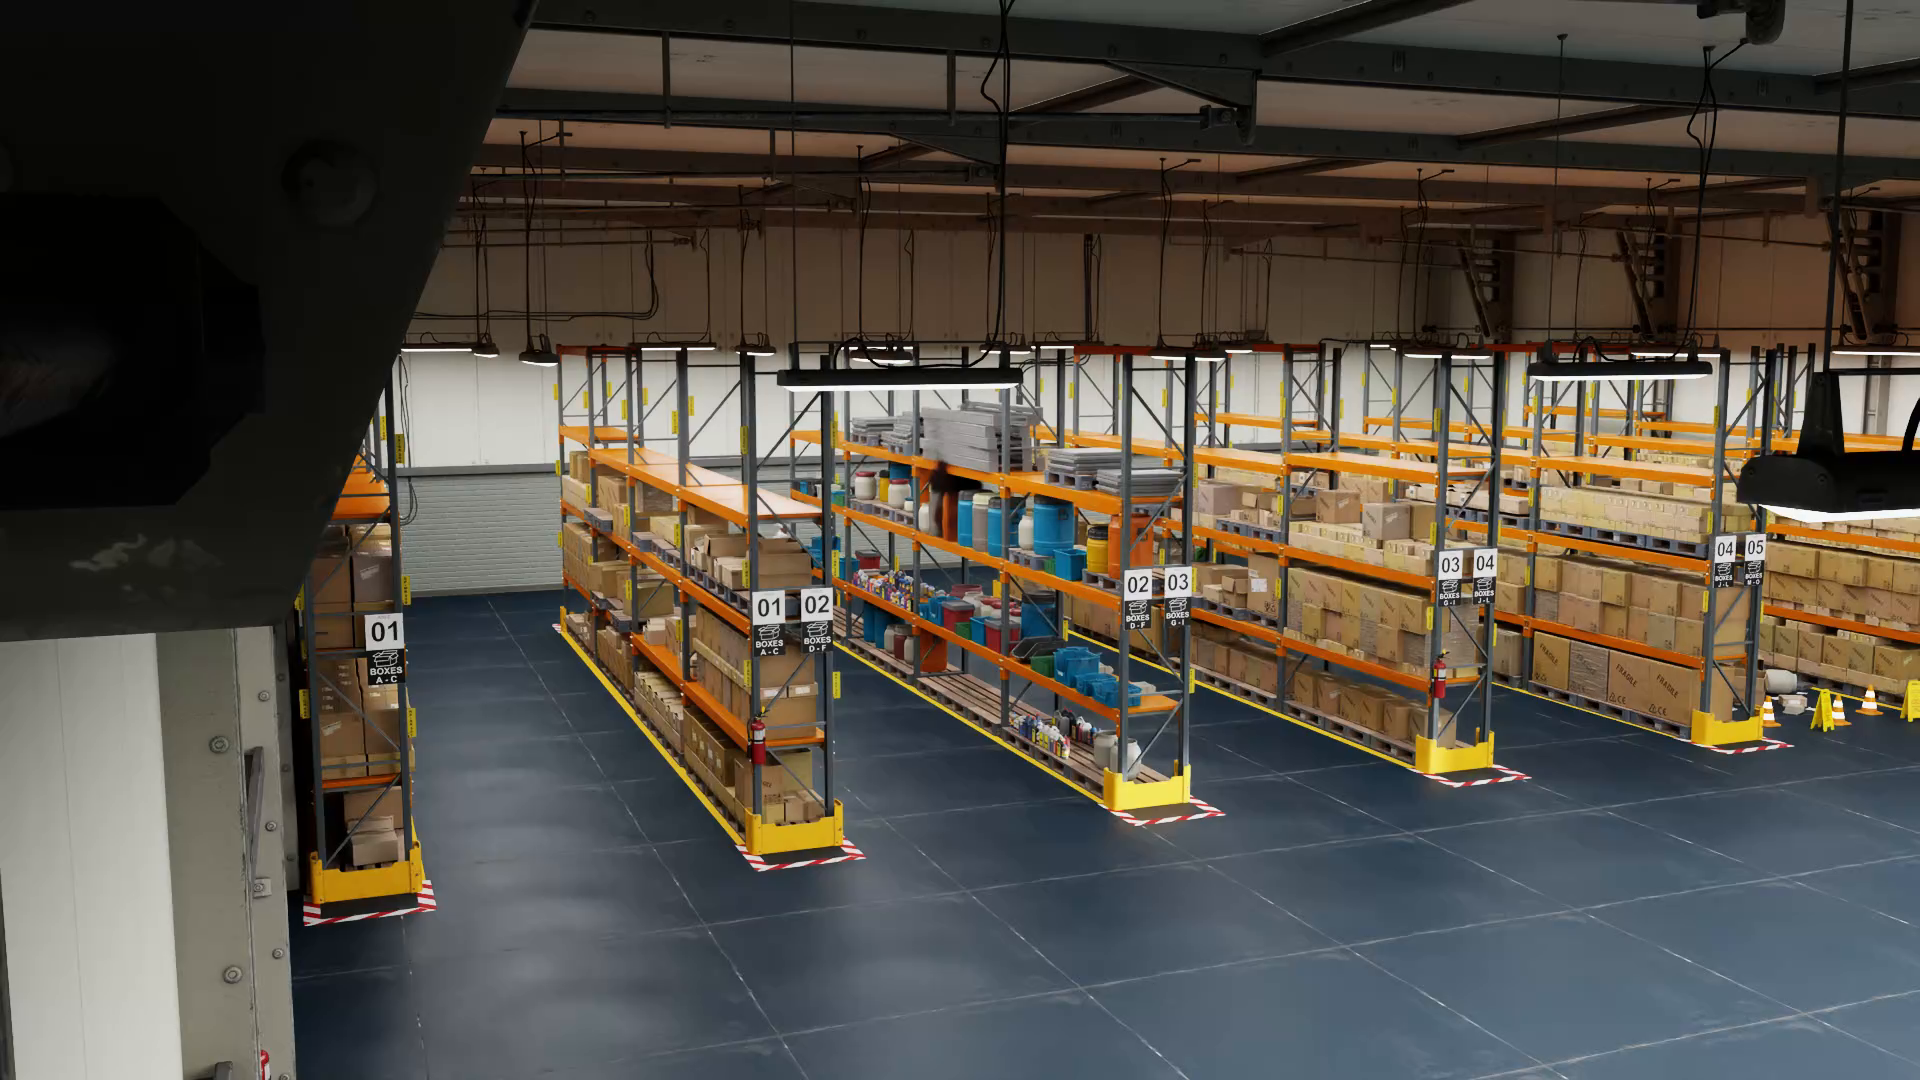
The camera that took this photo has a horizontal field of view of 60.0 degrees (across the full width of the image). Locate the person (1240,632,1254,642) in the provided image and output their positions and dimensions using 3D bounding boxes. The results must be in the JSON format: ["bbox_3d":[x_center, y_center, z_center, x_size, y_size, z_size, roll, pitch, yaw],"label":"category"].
[{"bbox_3d":[5.659,1.427,32.481,0.534,1.606,0.733,-3,8,-21],"label":"person"}]

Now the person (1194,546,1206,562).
[{"bbox_3d":[6.131,0.188,41.501,0.669,1.767,0.643,-4,8,-26],"label":"person"}]

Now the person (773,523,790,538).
[{"bbox_3d":[-4.195,0.453,39.311,0.870,1.842,0.667,0,7,-1],"label":"person"}]
